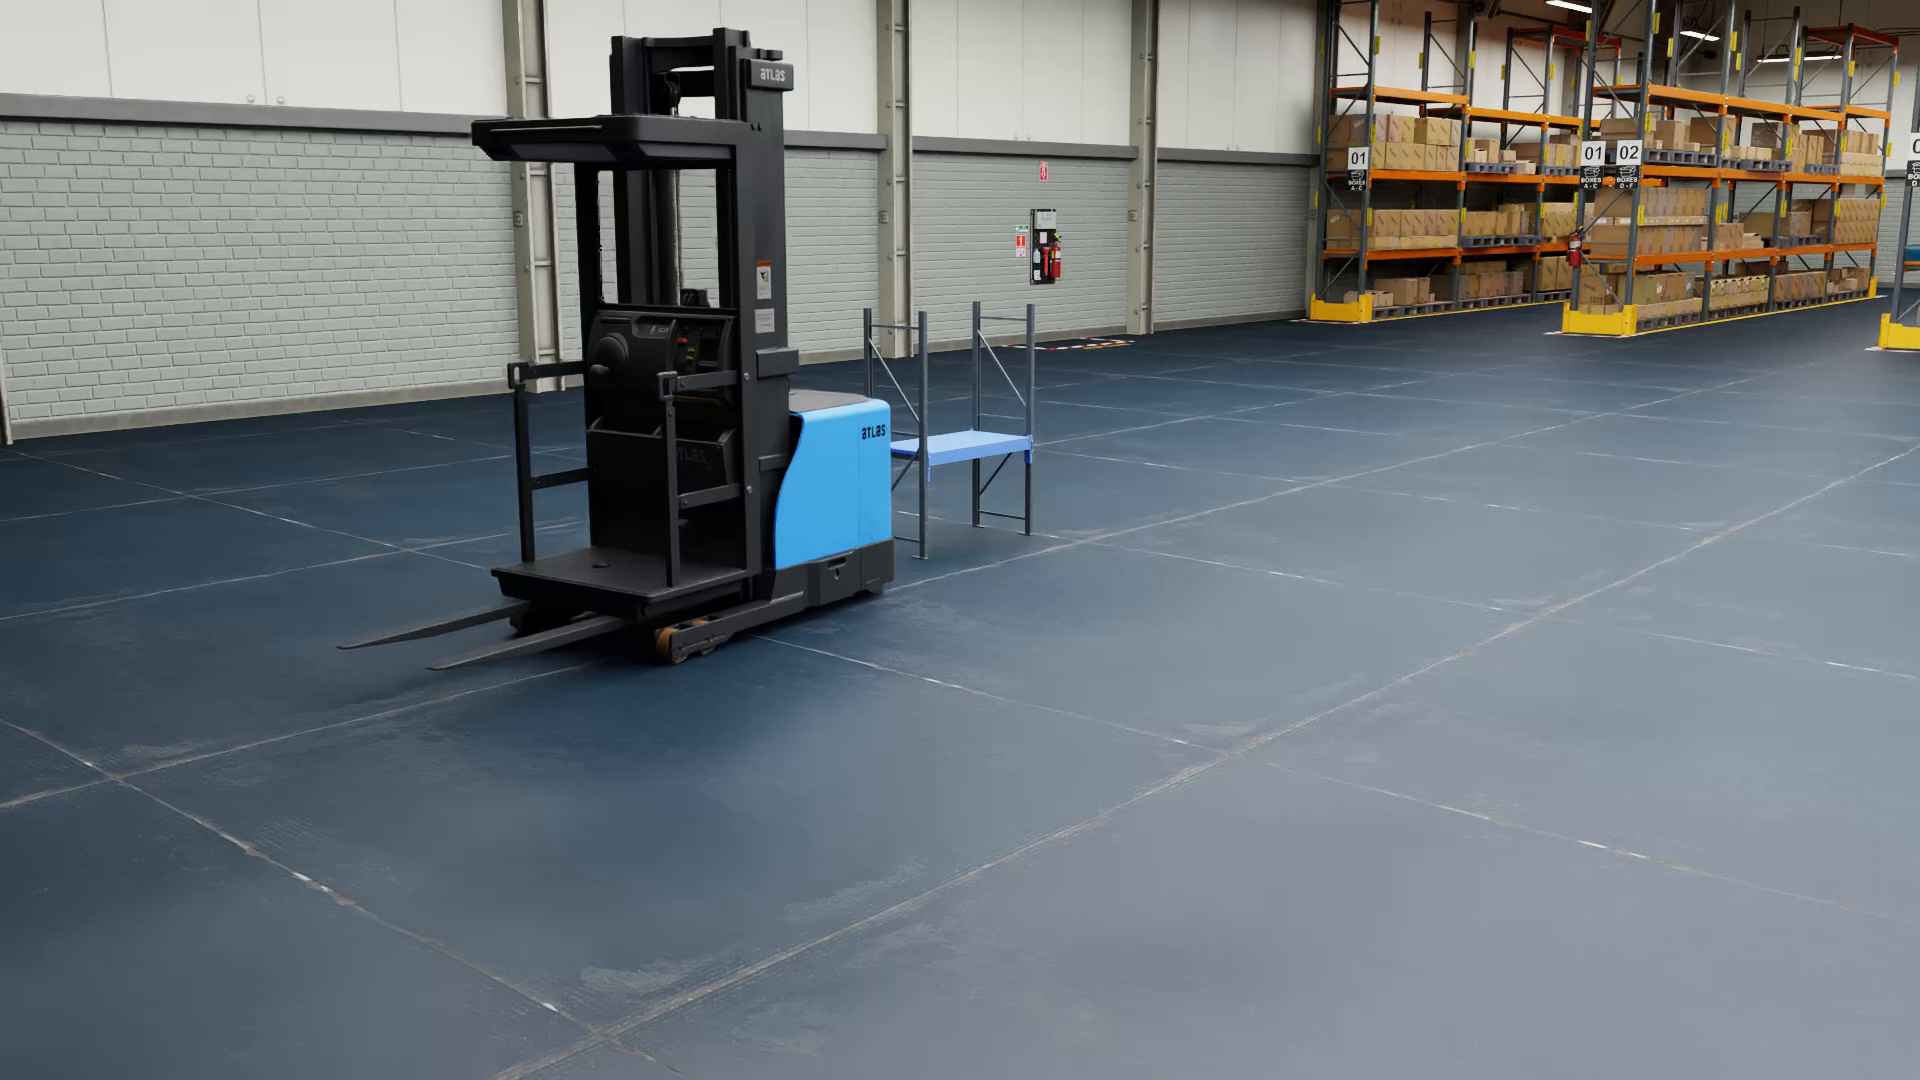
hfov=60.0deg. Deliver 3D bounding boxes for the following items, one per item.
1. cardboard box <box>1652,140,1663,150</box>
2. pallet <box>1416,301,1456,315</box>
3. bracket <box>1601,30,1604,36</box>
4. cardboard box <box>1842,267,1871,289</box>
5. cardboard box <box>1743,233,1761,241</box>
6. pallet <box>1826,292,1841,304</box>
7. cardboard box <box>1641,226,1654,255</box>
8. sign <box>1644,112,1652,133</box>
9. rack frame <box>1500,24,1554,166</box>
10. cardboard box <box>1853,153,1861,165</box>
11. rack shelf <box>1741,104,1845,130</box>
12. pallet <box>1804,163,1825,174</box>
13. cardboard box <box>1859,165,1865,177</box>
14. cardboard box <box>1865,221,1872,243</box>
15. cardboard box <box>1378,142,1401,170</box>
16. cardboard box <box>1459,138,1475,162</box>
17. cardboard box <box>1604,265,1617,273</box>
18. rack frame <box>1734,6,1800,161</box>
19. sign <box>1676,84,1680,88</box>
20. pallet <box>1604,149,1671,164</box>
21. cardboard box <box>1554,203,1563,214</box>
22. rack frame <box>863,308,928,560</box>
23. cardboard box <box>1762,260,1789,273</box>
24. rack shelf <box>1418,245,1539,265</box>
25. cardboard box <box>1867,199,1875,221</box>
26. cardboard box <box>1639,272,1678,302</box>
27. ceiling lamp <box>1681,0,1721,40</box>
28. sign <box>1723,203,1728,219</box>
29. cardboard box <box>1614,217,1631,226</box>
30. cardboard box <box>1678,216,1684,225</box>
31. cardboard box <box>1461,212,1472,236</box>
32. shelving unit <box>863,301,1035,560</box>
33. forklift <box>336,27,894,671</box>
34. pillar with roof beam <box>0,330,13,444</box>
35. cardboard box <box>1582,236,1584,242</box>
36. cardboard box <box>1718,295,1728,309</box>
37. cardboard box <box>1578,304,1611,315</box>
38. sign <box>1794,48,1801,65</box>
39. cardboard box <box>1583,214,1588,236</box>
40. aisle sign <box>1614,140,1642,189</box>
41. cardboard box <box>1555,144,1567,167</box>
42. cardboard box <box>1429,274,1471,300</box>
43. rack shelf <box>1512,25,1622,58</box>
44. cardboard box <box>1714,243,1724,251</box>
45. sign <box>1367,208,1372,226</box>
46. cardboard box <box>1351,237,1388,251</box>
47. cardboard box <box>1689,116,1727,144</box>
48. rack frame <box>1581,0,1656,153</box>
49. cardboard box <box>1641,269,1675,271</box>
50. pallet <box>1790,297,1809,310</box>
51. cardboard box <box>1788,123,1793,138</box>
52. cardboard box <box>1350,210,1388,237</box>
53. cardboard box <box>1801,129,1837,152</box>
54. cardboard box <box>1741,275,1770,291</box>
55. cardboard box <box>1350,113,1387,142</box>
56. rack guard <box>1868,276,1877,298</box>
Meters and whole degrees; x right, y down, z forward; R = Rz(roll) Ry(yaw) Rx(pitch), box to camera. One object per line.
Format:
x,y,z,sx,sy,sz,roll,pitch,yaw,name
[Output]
11.830,-6.784,28.571,0.380,0.149,0.250,10,15,40,cardboard box
9.421,-4.769,34.048,1.003,0.211,1.213,10,15,40,pallet
15.472,-12.354,40.397,0.235,0.232,0.430,10,15,40,bracket
21.309,-6.243,39.570,0.500,0.500,0.500,10,15,40,cardboard box
15.929,-6.097,33.804,0.500,0.311,0.500,11,16,44,cardboard box
19.297,-5.510,37.760,1.003,0.211,1.213,10,15,40,pallet
11.582,-5.205,28.858,0.700,0.500,0.500,10,15,42,cardboard box
11.334,-6.877,27.391,0.100,0.325,0.005,10,15,40,sign
12.478,-9.770,36.652,1.000,3.000,0.127,10,15,40,rack frame
20.018,-8.605,37.581,0.500,0.250,0.500,10,15,40,cardboard box
17.522,-8.875,35.031,1.077,0.370,4.000,10,15,40,rack shelf
17.677,-7.916,35.505,1.213,0.211,1.003,10,15,40,pallet
20.341,-8.434,38.004,0.500,0.250,0.500,10,15,40,cardboard box
21.052,-7.236,39.028,0.500,0.500,0.500,10,15,41,cardboard box
7.987,-7.272,31.498,0.500,0.500,0.500,-11,16,-44,cardboard box
10.259,-8.036,34.299,0.500,0.500,0.500,-9,15,-39,cardboard box
15.690,-6.494,40.874,0.700,0.500,0.500,10,15,41,cardboard box
16.202,-9.130,33.448,1.000,3.000,0.127,10,15,40,rack frame
18.158,-11.372,42.084,0.100,0.325,0.005,10,15,40,sign
11.407,-6.539,28.361,1.003,0.211,1.213,10,15,40,pallet
13.326,-7.513,37.689,0.500,0.250,0.500,9,15,40,cardboard box
-0.392,-0.648,10.127,0.500,1.500,0.032,10,15,40,rack frame
17.680,-5.948,36.175,0.500,0.250,0.500,10,15,40,cardboard box
11.158,-6.181,35.836,1.077,0.370,4.000,10,15,40,rack shelf
21.063,-7.729,38.942,0.500,0.500,0.500,10,15,42,cardboard box
12.434,-4.507,29.651,0.500,0.500,0.500,10,15,40,cardboard box
16.676,-12.735,36.595,0.800,3.185,2.000,10,15,40,ceiling lamp
15.788,-6.786,34.274,0.100,0.325,0.005,10,15,40,sign
11.342,-5.408,28.219,0.380,0.149,0.250,10,15,40,cardboard box
12.704,-5.712,29.742,0.380,0.149,0.250,10,15,42,cardboard box
10.200,-6.575,34.593,0.700,0.500,0.500,10,15,41,cardboard box
-0.056,-0.723,10.501,0.538,1.500,1.048,10,15,40,shelving unit
-1.604,-0.965,8.058,1.130,2.935,3.031,8,14,33,forklift
-5.599,-4.720,11.369,9.100,9.000,0.400,10,15,40,pillar with roof beam
14.413,-7.071,39.043,0.380,0.149,0.250,10,15,40,cardboard box
14.352,-4.560,31.829,0.500,0.250,0.500,10,15,42,cardboard box
11.053,-3.986,28.957,0.500,0.250,0.500,10,15,40,cardboard box
16.621,-9.595,32.984,0.100,0.325,0.005,10,15,40,sign
14.336,-7.372,38.895,0.500,0.500,0.500,10,15,40,cardboard box
11.108,-6.237,27.641,0.394,0.787,0.004,10,15,40,aisle sign
13.441,-8.807,38.110,0.700,0.500,0.500,11,16,43,cardboard box
10.311,-5.340,35.047,0.700,0.500,0.500,10,15,42,cardboard box
13.799,-11.341,37.870,1.077,0.370,4.000,10,15,40,rack shelf
14.300,-5.580,31.634,0.380,0.149,0.250,10,15,40,cardboard box
7.605,-6.005,30.910,0.100,0.325,0.005,10,15,40,sign
7.758,-5.618,31.513,0.500,0.250,0.500,9,15,39,cardboard box
13.998,-7.656,31.124,0.500,0.500,0.500,10,15,41,cardboard box
10.921,-7.953,27.555,1.000,3.000,0.127,10,15,40,rack frame
13.020,-4.797,31.105,0.500,0.500,0.500,10,15,40,cardboard box
17.529,-5.104,35.728,1.003,0.211,1.213,10,15,40,pallet
16.831,-8.337,34.327,0.500,0.500,0.500,10,15,40,cardboard box
7.739,-5.986,31.443,0.500,0.500,0.500,10,15,40,cardboard box
19.135,-8.863,36.963,0.700,0.500,0.500,10,15,40,cardboard box
16.041,-5.212,33.663,0.500,0.311,0.500,10,15,42,cardboard box
7.634,-7.696,31.069,0.500,0.500,0.500,8,14,36,cardboard box
21.433,-6.128,40.117,1.175,0.500,0.348,10,15,40,rack guard
